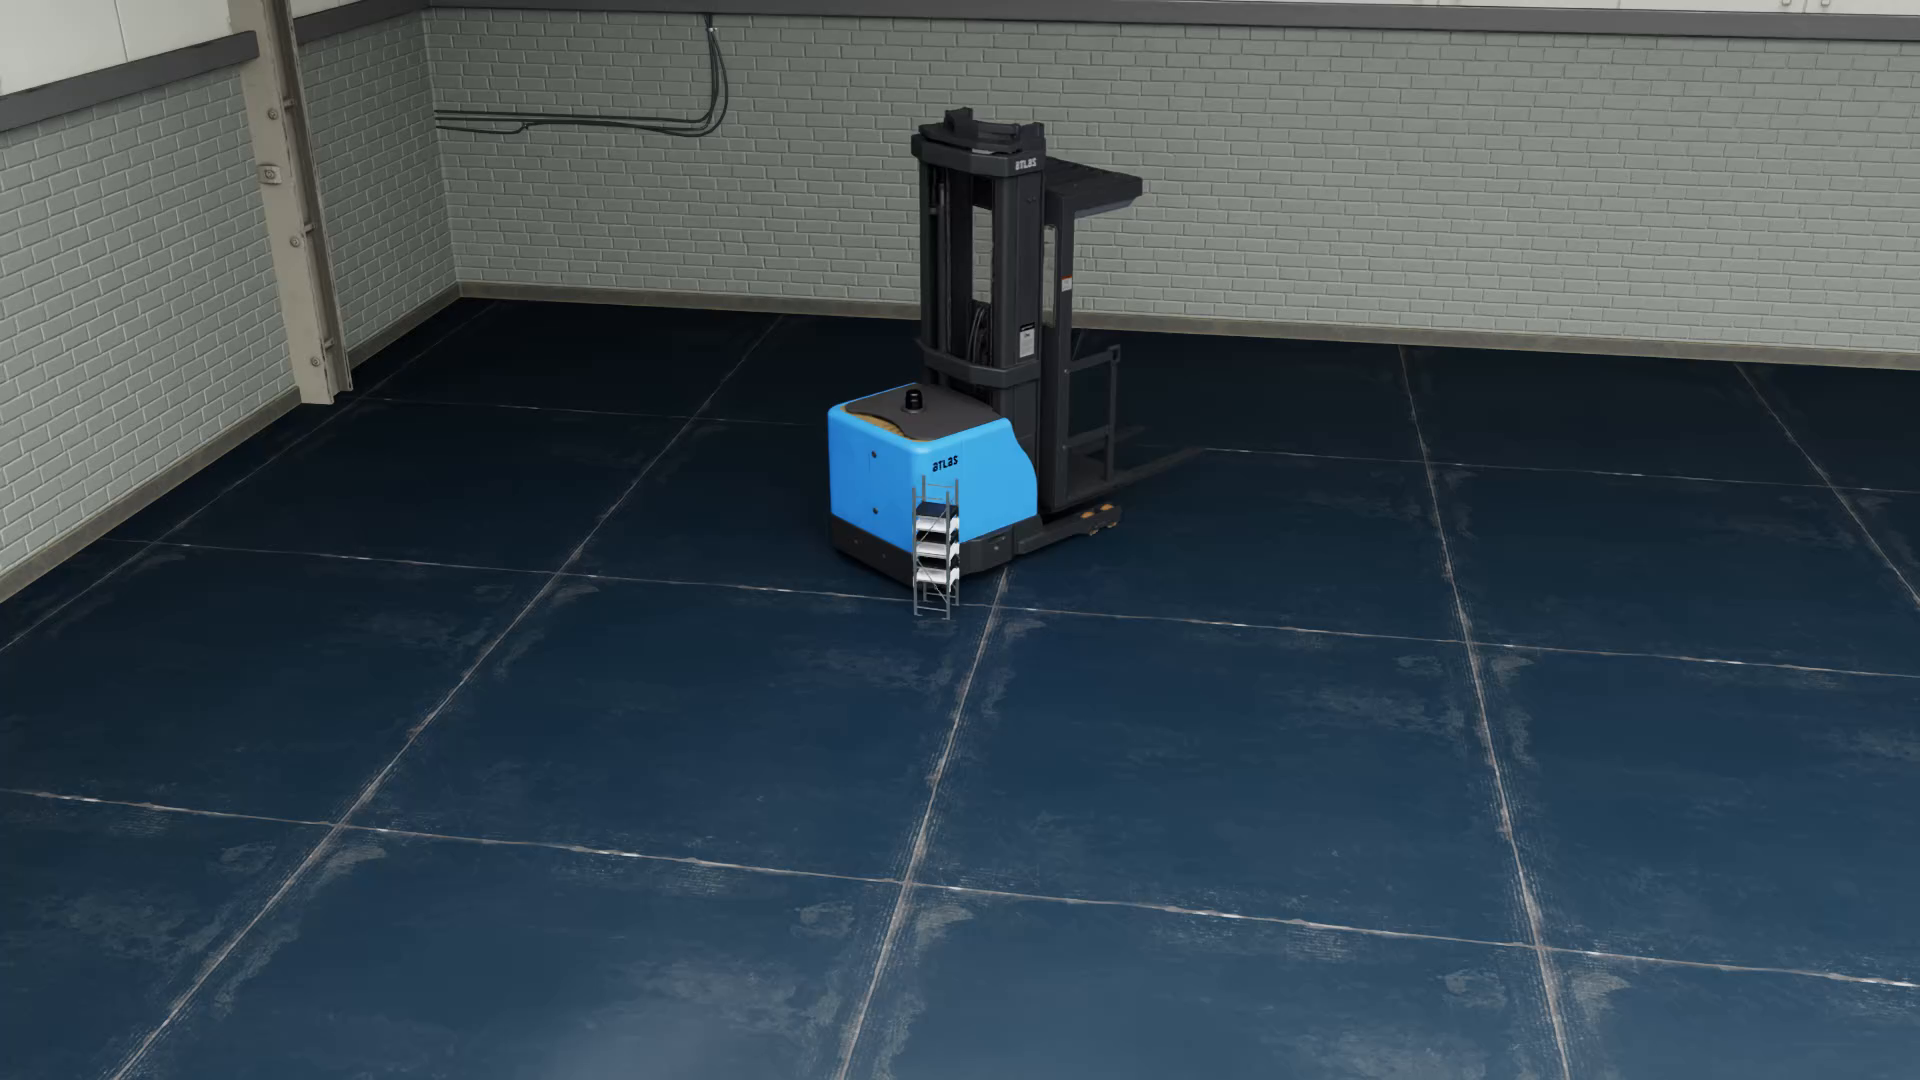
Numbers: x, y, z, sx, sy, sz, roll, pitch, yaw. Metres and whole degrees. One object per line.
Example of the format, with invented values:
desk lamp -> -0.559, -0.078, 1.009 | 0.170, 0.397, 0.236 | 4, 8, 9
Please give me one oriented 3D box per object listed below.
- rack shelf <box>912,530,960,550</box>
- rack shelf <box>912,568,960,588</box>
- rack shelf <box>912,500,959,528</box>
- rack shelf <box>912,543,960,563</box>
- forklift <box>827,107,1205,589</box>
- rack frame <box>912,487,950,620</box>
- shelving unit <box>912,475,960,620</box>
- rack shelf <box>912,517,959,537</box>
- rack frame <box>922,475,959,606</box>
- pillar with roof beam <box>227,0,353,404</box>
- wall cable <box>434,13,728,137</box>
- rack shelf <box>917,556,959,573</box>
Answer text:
rack shelf -> -0.153, -0.002, 10.603 | 0.258, 0.077, 0.200 | 7, 26, 15
rack shelf -> -0.153, 0.243, 10.717 | 0.258, 0.077, 0.200 | 7, 26, 15
rack shelf -> -0.153, -0.165, 10.526 | 0.258, 0.077, 0.200 | 7, 26, 15
rack shelf -> -0.153, 0.080, 10.641 | 0.258, 0.077, 0.200 | 7, 26, 15
forklift -> 0.531, -1.510, 11.563 | 3.031, 2.935, 1.130 | -21, 32, -37
rack frame -> -0.182, 0.091, 10.538 | 0.240, 0.900, 0.006 | 7, 26, 15
shelving unit -> -0.153, 0.050, 10.627 | 0.258, 0.900, 0.210 | 7, 26, 15
rack shelf -> -0.153, -0.083, 10.565 | 0.258, 0.077, 0.200 | 7, 26, 15
rack frame -> -0.125, 0.008, 10.715 | 0.240, 0.900, 0.006 | 7, 26, 15
pillar with roof beam -> -1.273, -5.035, 11.936 | 9.100, 9.000, 0.400 | 4, 25, 9
wall cable -> -3.734, -5.067, 15.668 | 3.097, 2.526, 0.112 | 4, 25, 9
rack shelf -> -0.153, 0.161, 10.679 | 0.258, 0.077, 0.200 | 7, 26, 15
